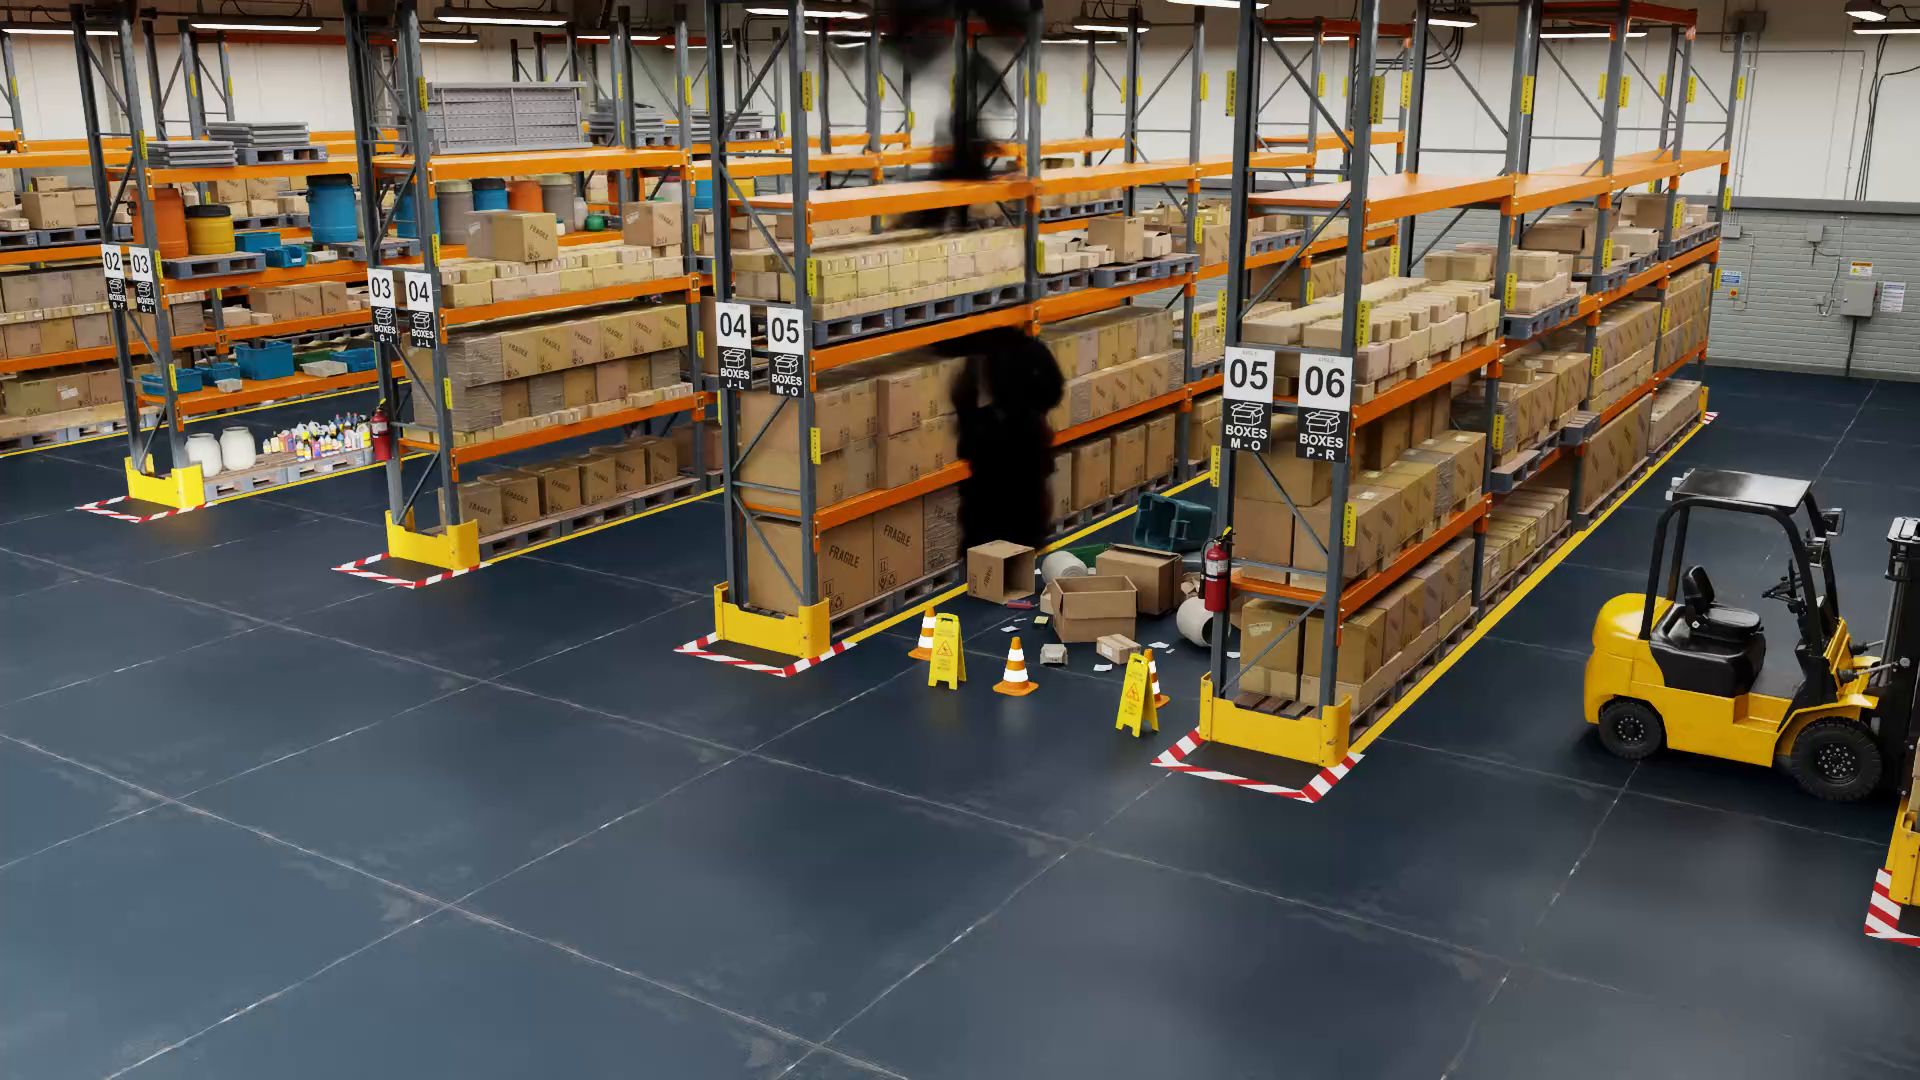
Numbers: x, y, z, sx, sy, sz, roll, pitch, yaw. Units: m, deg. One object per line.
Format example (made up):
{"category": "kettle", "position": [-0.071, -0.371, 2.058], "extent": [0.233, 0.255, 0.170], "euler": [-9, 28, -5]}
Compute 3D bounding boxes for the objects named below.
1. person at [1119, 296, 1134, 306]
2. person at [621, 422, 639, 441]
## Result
{"category": "person", "position": [3.117, -4.563, 32.571], "extent": [0.626, 1.625, 0.858], "euler": [-14, 21, -41]}
{"category": "person", "position": [-4.894, -2.187, 24.027], "extent": [0.563, 1.618, 0.572], "euler": [7, 17, 22]}
